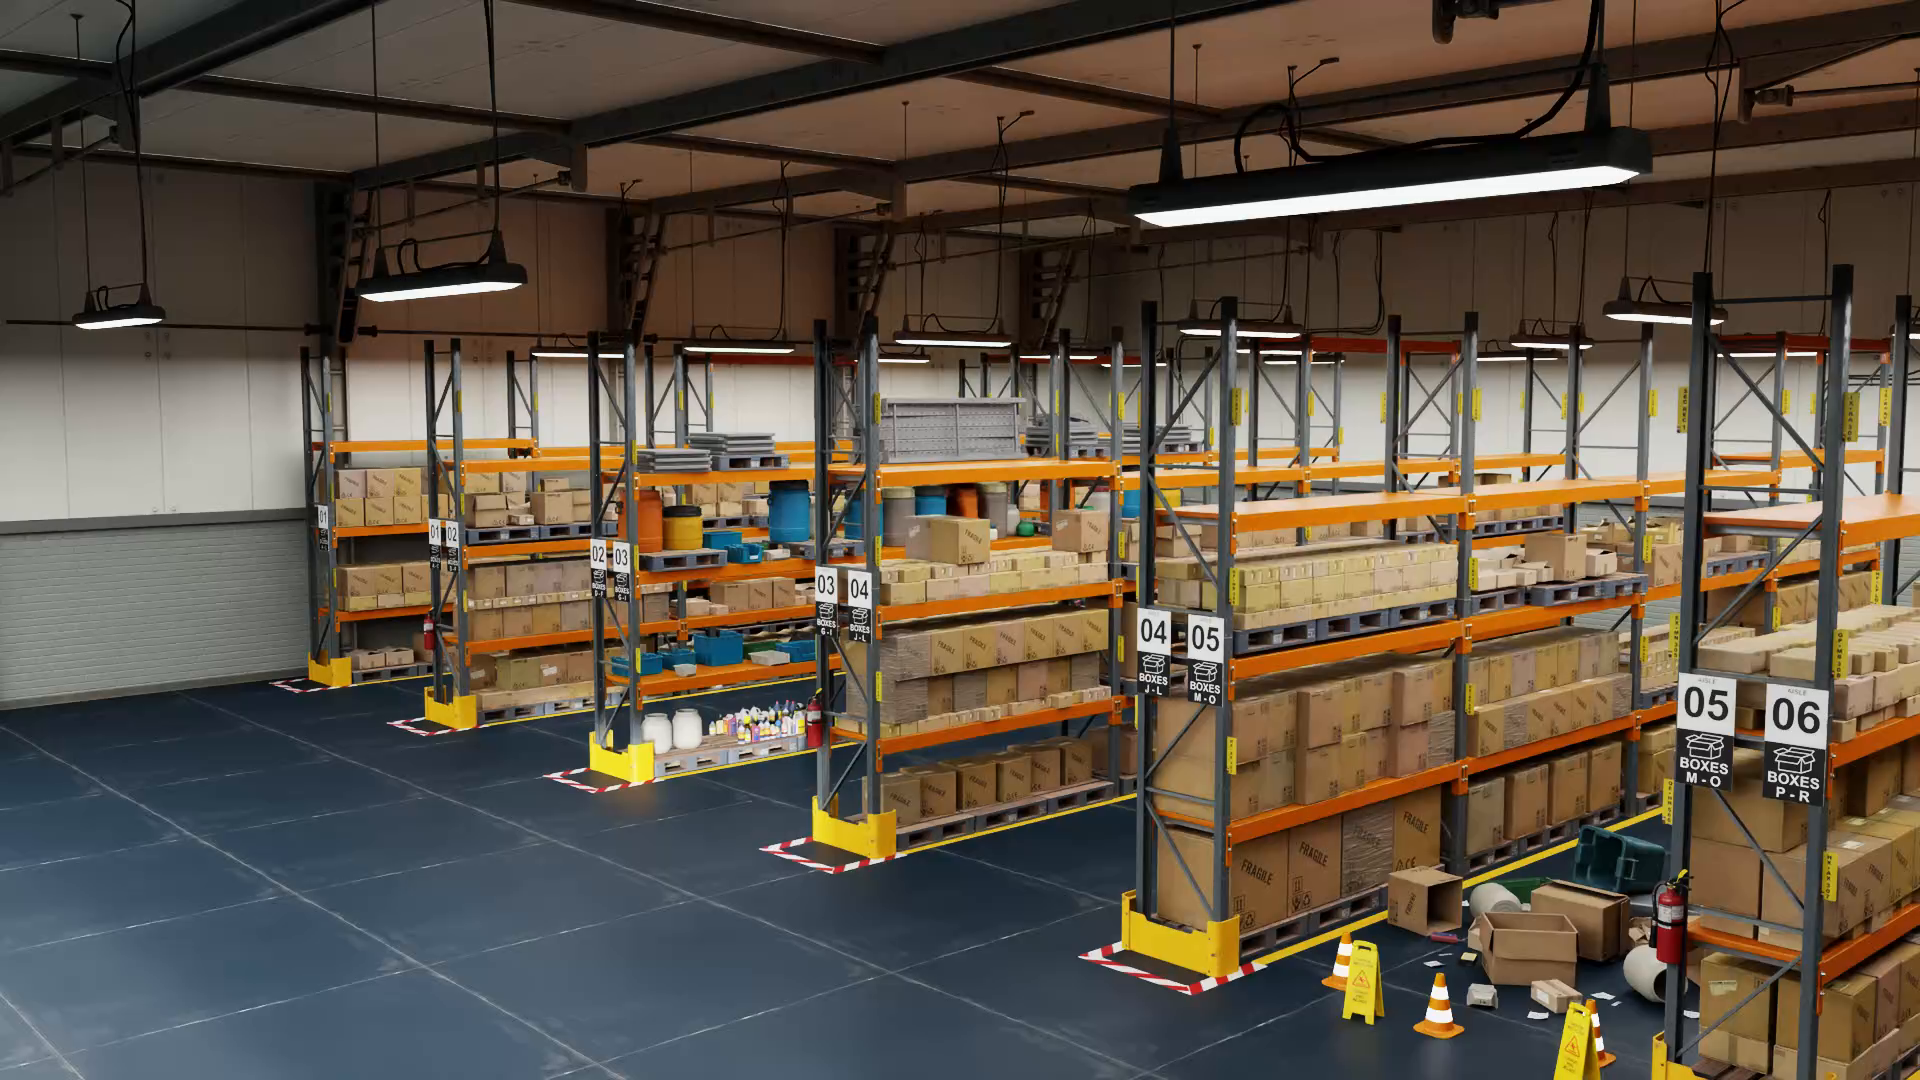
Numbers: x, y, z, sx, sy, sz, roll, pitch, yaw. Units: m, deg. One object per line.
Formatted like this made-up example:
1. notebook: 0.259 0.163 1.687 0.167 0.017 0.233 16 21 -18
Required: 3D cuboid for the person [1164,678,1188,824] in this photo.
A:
1. person: 2.707 2.510 20.122 0.516 1.779 0.610 2 5 19
